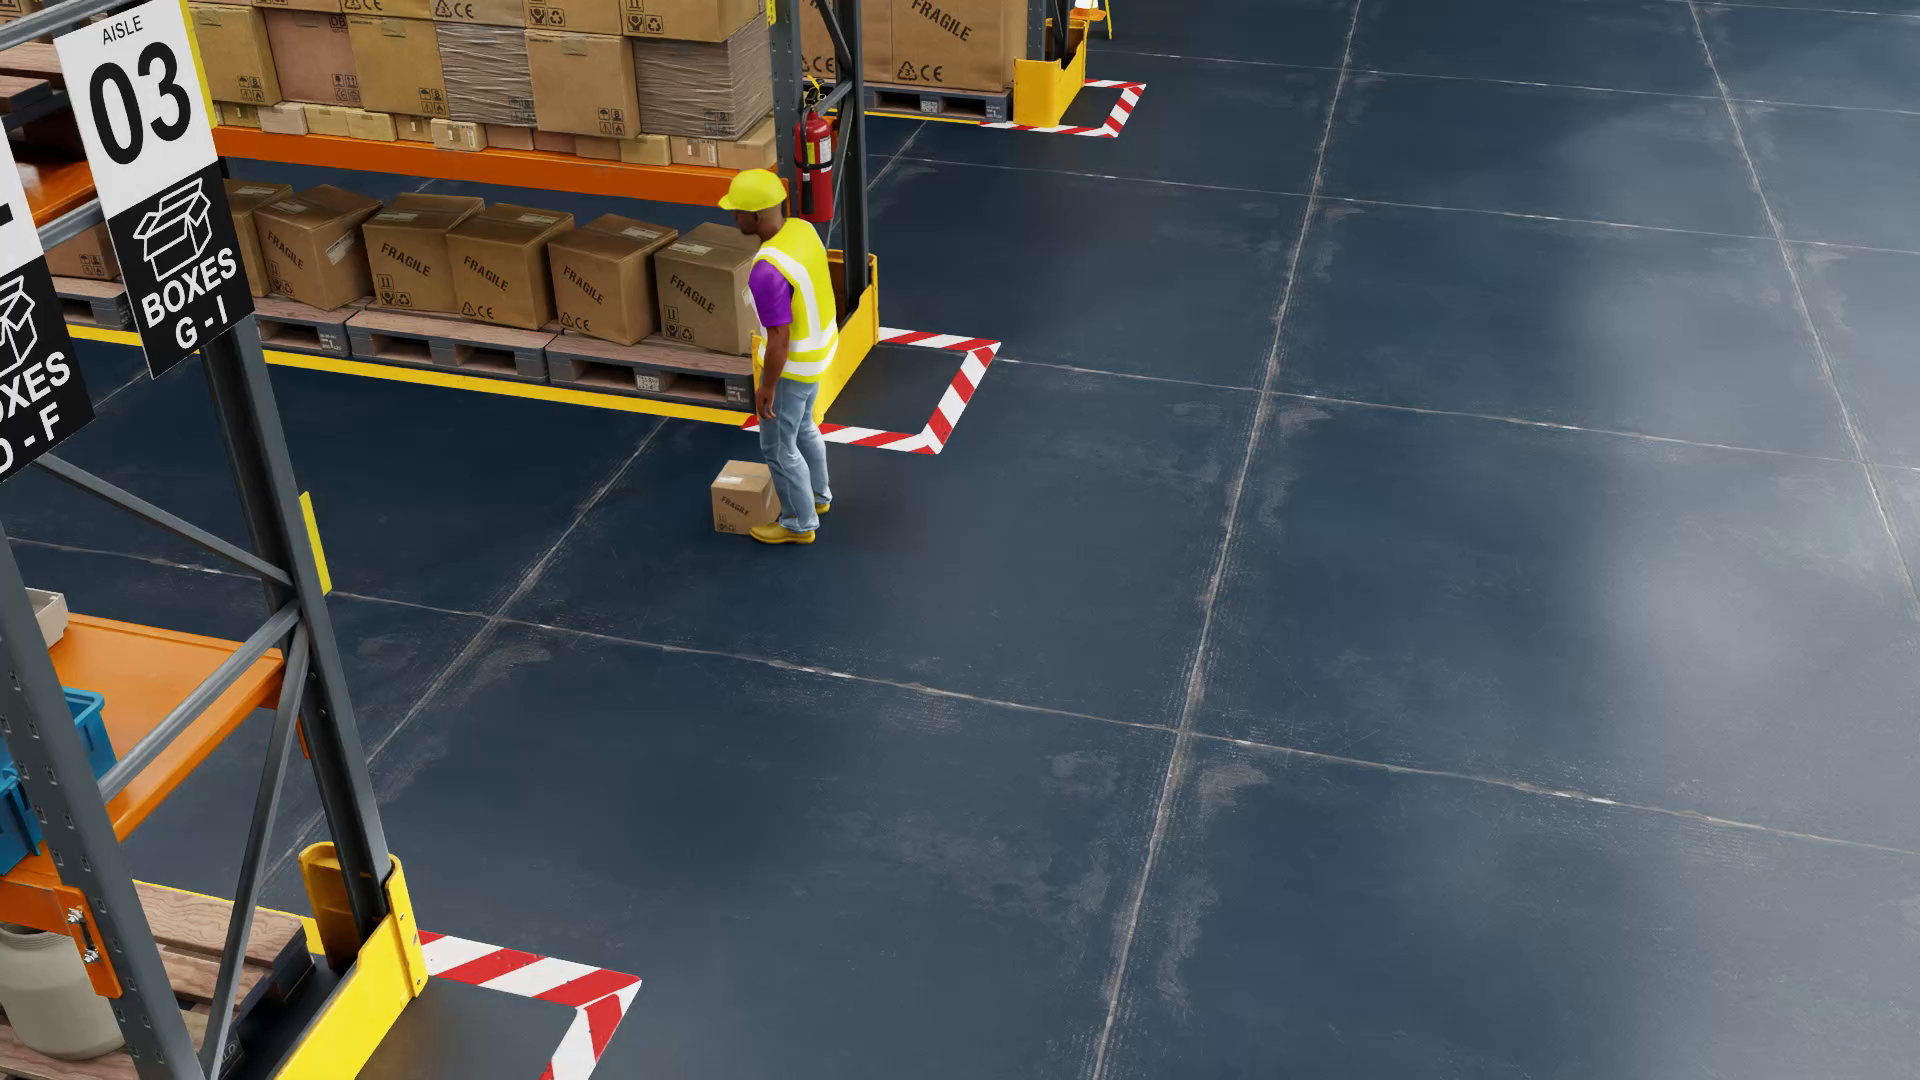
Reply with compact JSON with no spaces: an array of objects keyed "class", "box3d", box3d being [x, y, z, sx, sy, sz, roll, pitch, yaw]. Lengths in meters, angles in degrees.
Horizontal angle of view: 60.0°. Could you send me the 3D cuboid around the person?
[{"class":"person","box3d":[-0.781,-0.804,7.379,0.463,1.759,0.626,7,33,10]}]
